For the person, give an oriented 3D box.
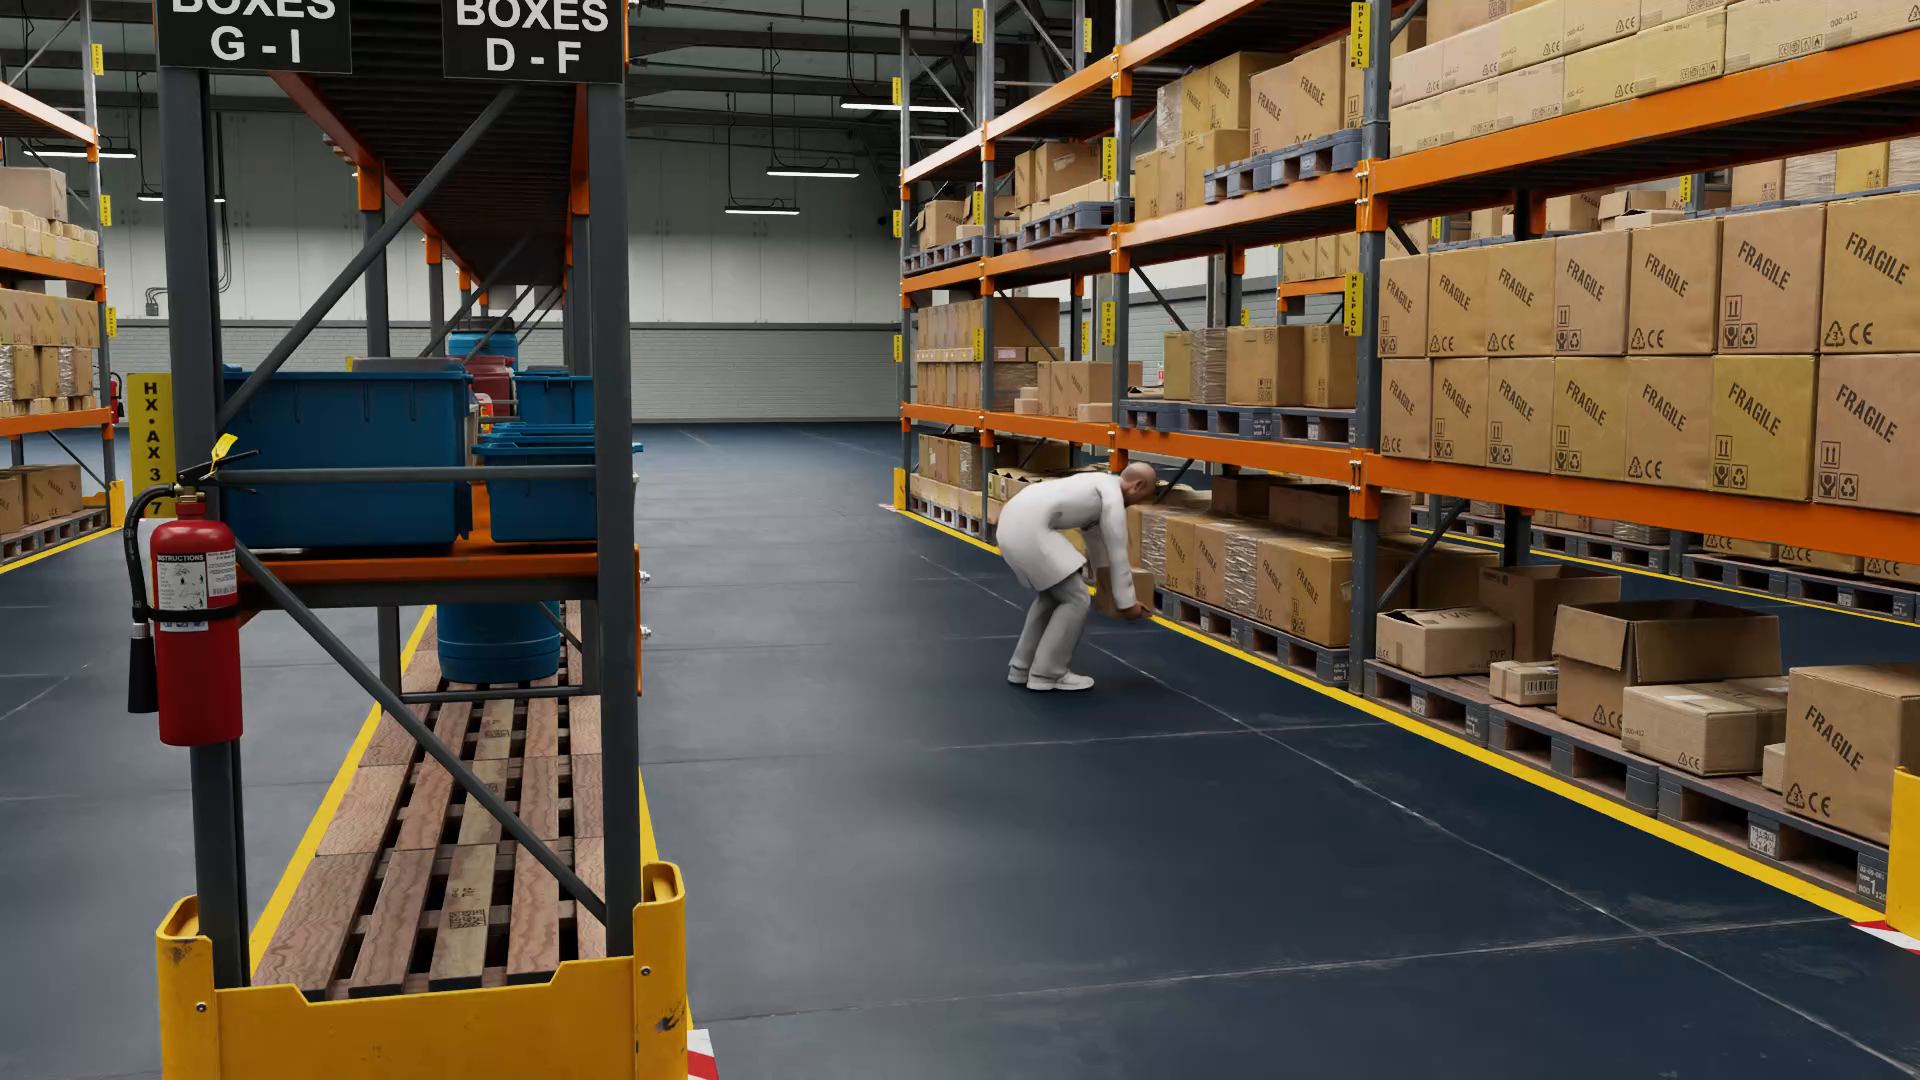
[{"bbox_3d":[0.654,0.191,9.176,0.922,1.233,0.572,-2,6,-16],"label":"person"}]
